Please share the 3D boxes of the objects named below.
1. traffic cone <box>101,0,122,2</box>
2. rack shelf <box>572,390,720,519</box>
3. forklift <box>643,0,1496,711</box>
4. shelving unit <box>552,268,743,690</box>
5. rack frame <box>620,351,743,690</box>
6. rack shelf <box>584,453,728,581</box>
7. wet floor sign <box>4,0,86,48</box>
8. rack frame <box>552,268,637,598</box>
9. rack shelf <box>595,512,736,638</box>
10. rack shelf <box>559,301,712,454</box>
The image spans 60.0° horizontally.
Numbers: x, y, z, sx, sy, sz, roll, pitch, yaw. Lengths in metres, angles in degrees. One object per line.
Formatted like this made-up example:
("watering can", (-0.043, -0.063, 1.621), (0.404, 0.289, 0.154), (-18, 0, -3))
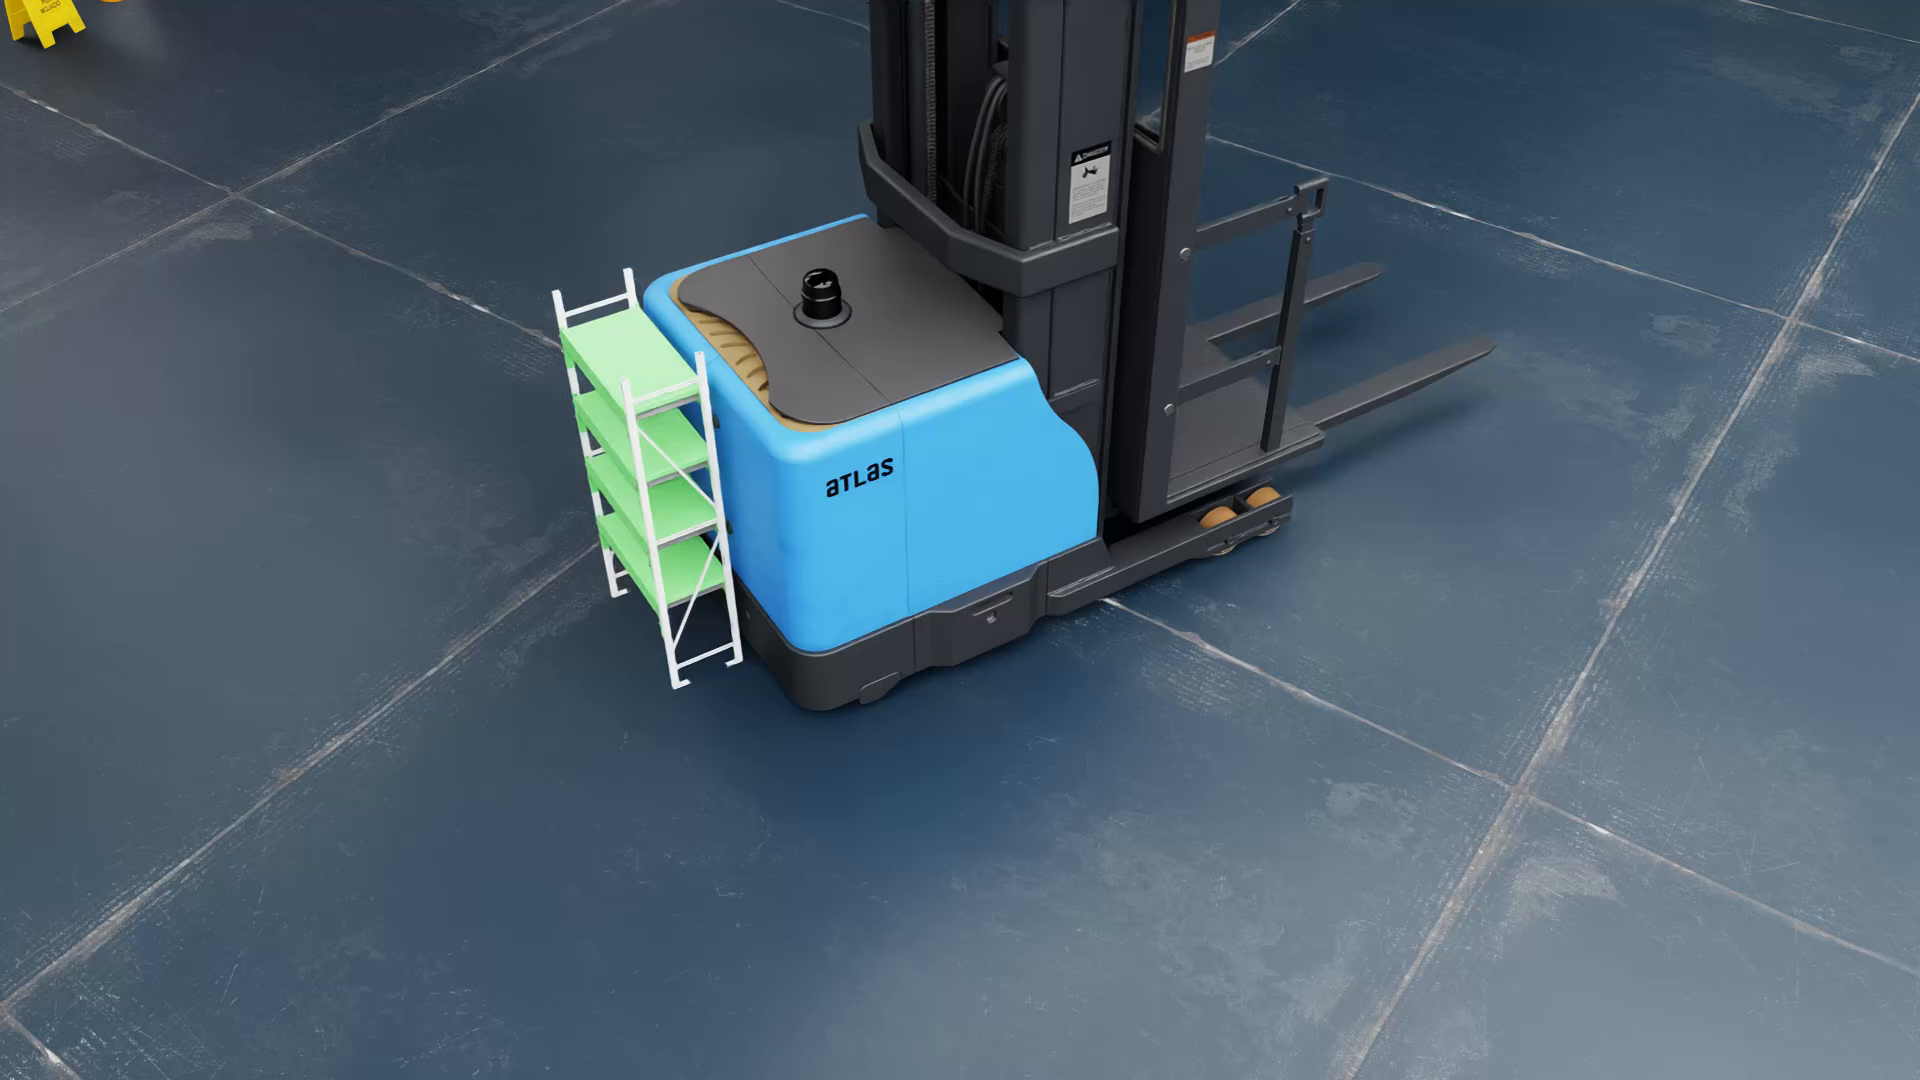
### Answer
("traffic cone", (-4.621, -3.216, 8.997), (0.334, 0.463, 0.336), (25, 48, 25))
("rack shelf", (-0.929, -0.292, 4.912), (0.258, 0.148, 0.480), (-22, 46, -23))
("forklift", (0.551, -1.319, 5.026), (3.031, 2.935, 1.130), (-22, 46, -23))
("shelving unit", (-0.929, -0.161, 5.029), (0.258, 1.200, 0.503), (-22, 46, -23))
("rack frame", (-0.801, -0.022, 4.875), (0.240, 1.200, 0.015), (-22, 46, -23))
("rack shelf", (-0.929, -0.113, 5.072), (0.258, 0.148, 0.480), (-22, 46, -23))
("wet floor sign", (-4.768, -2.889, 8.495), (0.232, 0.644, 0.267), (17, 45, 18))
("rack frame", (-1.057, -0.299, 5.184), (0.240, 1.200, 0.015), (-22, 46, -23))
("rack shelf", (-0.928, 0.066, 5.232), (0.258, 0.148, 0.480), (-22, 46, -23))
("rack shelf", (-0.930, -0.471, 4.752), (0.258, 0.148, 0.480), (-22, 46, -23))
